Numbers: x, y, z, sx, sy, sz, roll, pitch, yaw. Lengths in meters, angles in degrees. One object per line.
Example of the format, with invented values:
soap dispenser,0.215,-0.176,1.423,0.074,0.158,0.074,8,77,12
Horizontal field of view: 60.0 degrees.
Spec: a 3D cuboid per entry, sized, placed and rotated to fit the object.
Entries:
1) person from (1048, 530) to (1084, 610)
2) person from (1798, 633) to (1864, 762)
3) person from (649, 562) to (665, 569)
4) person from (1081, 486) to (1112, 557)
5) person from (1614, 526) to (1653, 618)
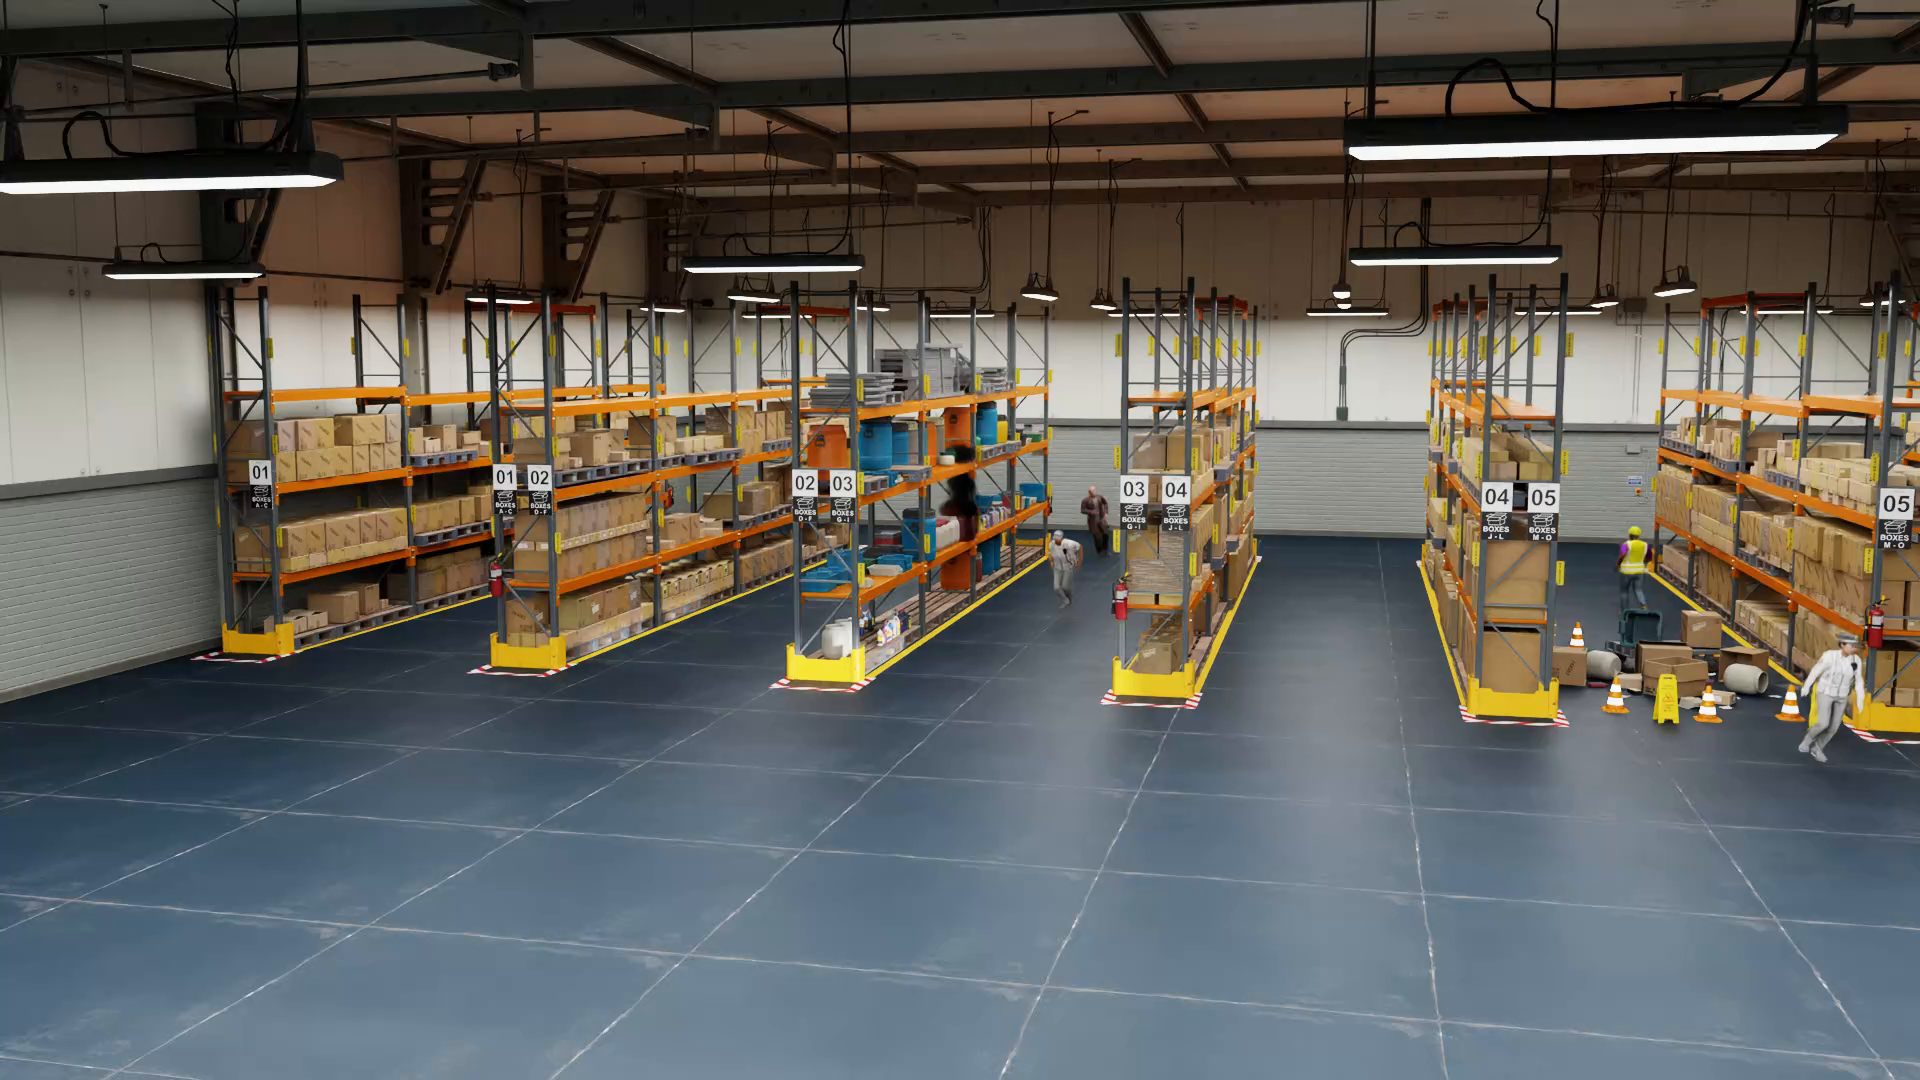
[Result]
person,1.896,0.544,30.002,0.637,1.496,0.790,3,7,22
person,10.554,1.902,20.133,0.580,1.619,0.561,0,7,1
person,-6.418,0.184,35.251,0.459,1.591,0.788,1,7,7
person,3.269,-0.445,39.956,0.779,1.719,0.698,-1,7,-10
person,12.427,0.605,30.695,0.698,1.748,0.931,0,7,3
